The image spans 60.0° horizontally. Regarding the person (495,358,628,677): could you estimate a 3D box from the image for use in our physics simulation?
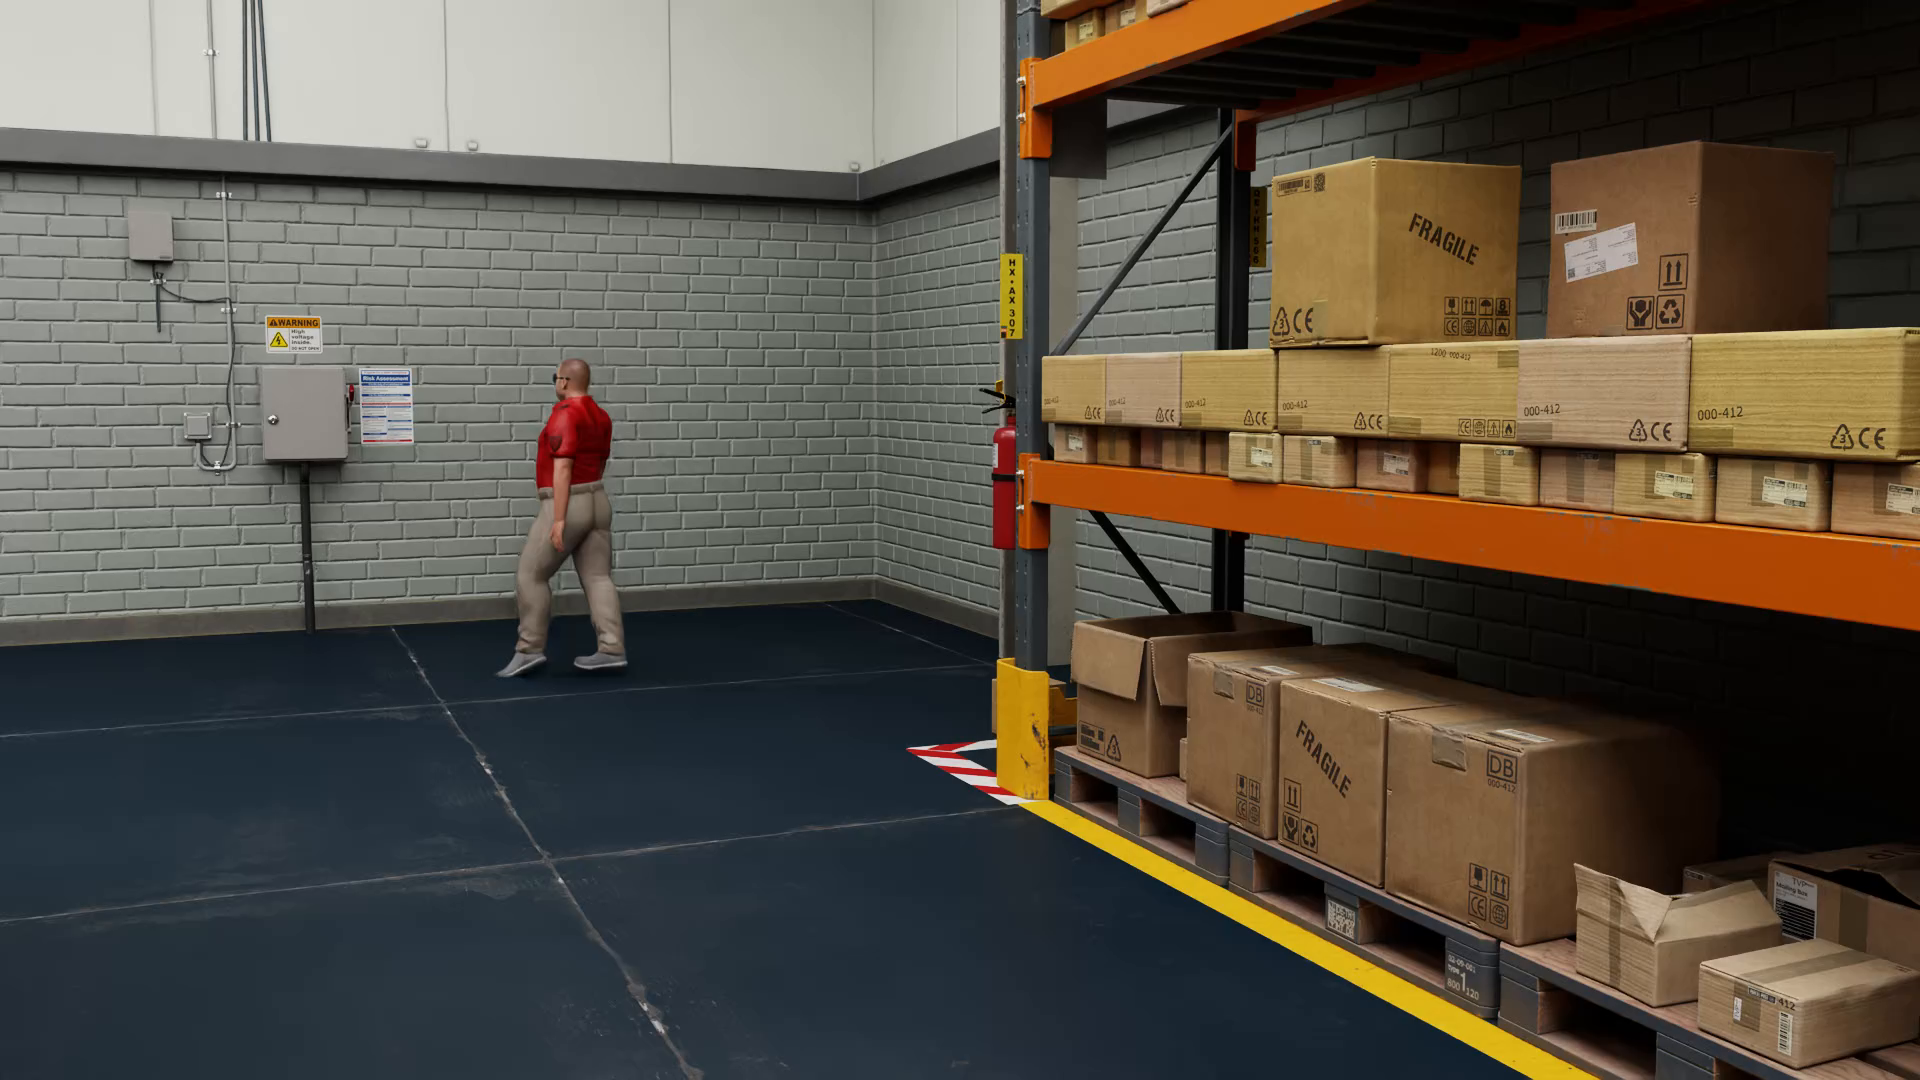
[{"bbox_3d":[-2.172,-0.100,9.118,0.725,1.781,0.579,2,6,24],"label":"person"}]
